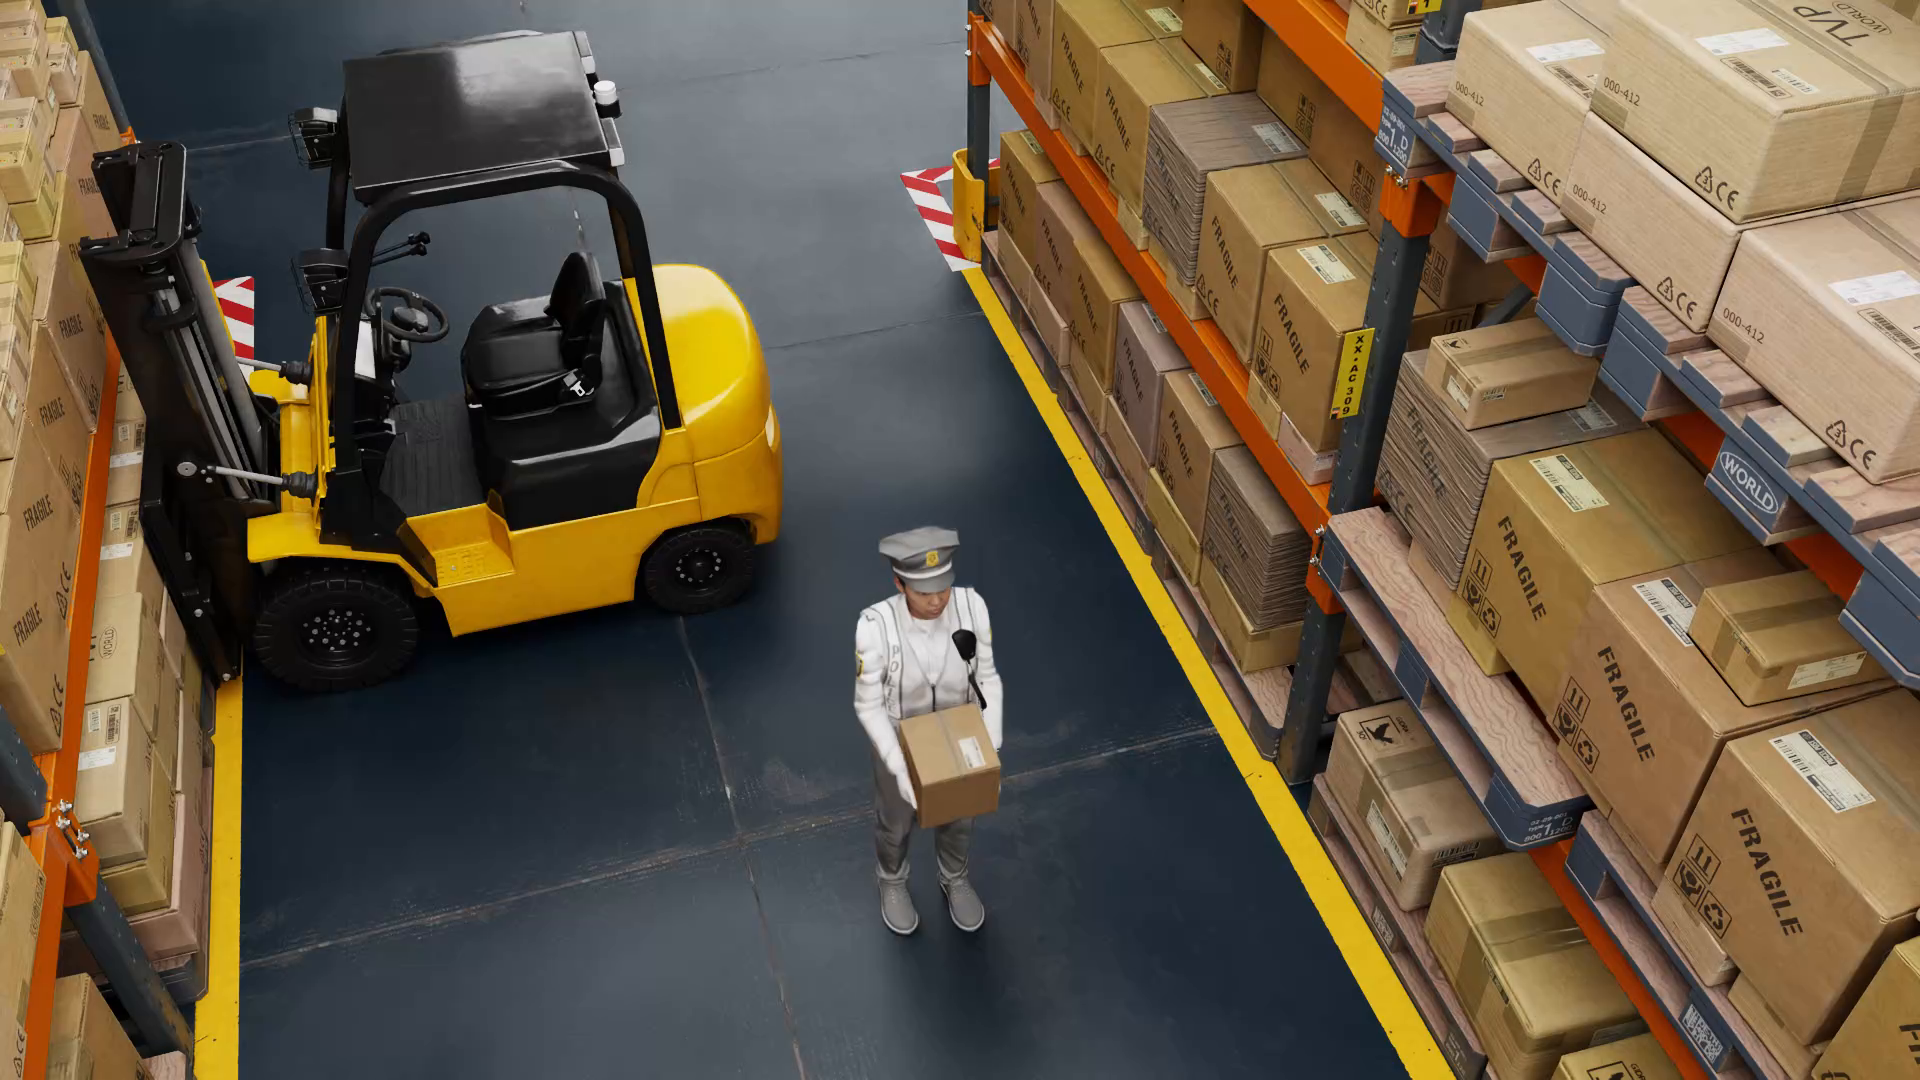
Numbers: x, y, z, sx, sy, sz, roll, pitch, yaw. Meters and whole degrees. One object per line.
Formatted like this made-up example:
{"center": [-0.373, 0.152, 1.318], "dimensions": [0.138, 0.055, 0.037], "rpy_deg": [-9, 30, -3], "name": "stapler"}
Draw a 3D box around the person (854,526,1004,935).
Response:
{"center": [-0.087, 0.681, 5.393], "dimensions": [0.479, 1.692, 0.529], "rpy_deg": [-12, 44, -13], "name": "person"}
